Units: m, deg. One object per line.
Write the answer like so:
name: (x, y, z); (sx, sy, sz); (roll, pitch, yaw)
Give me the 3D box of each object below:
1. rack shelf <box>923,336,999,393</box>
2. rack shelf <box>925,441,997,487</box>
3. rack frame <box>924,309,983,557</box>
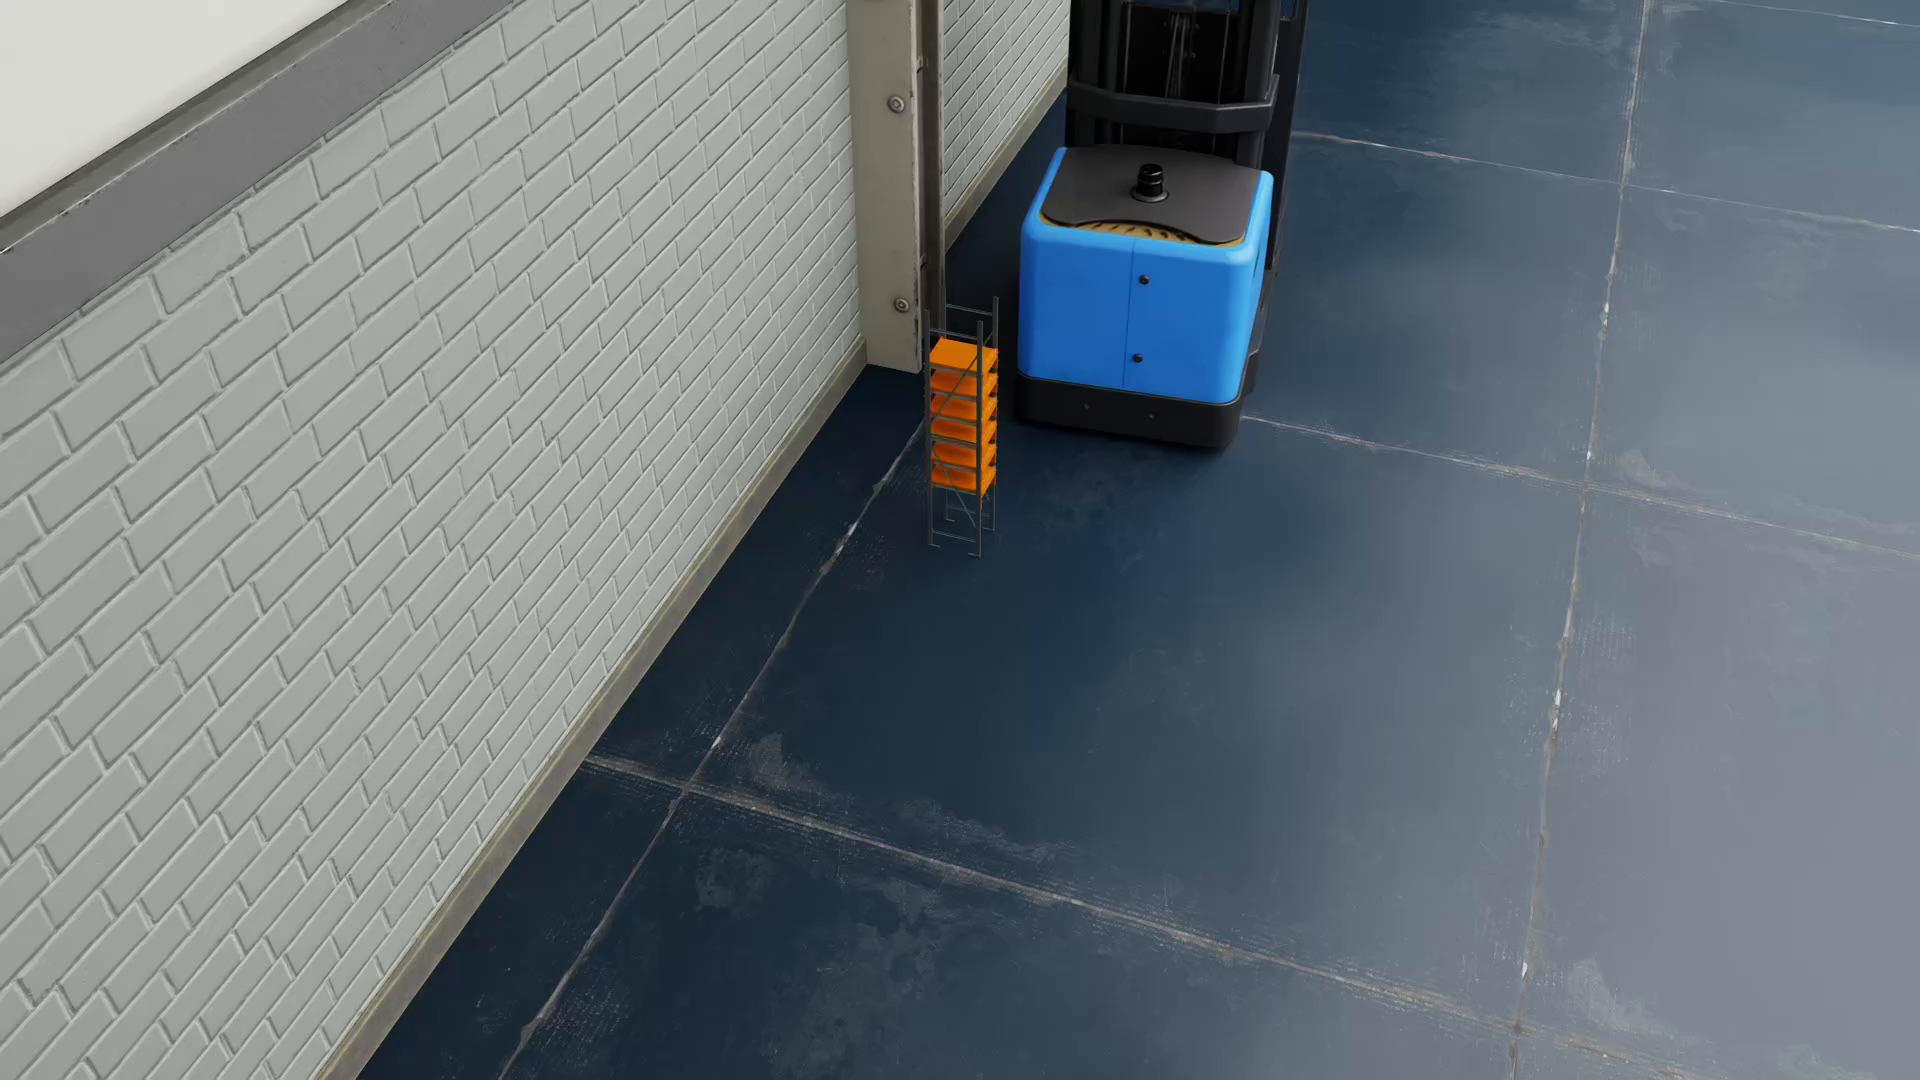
rack shelf: (0.005, -0.705, 6.666); (0.258, 0.103, 0.180); (13, 42, 15)
rack shelf: (0.005, -0.340, 6.978); (0.258, 0.103, 0.180); (13, 42, 15)
rack frame: (-0.026, -0.409, 6.806); (0.240, 1.200, 0.006); (13, 42, 15)
